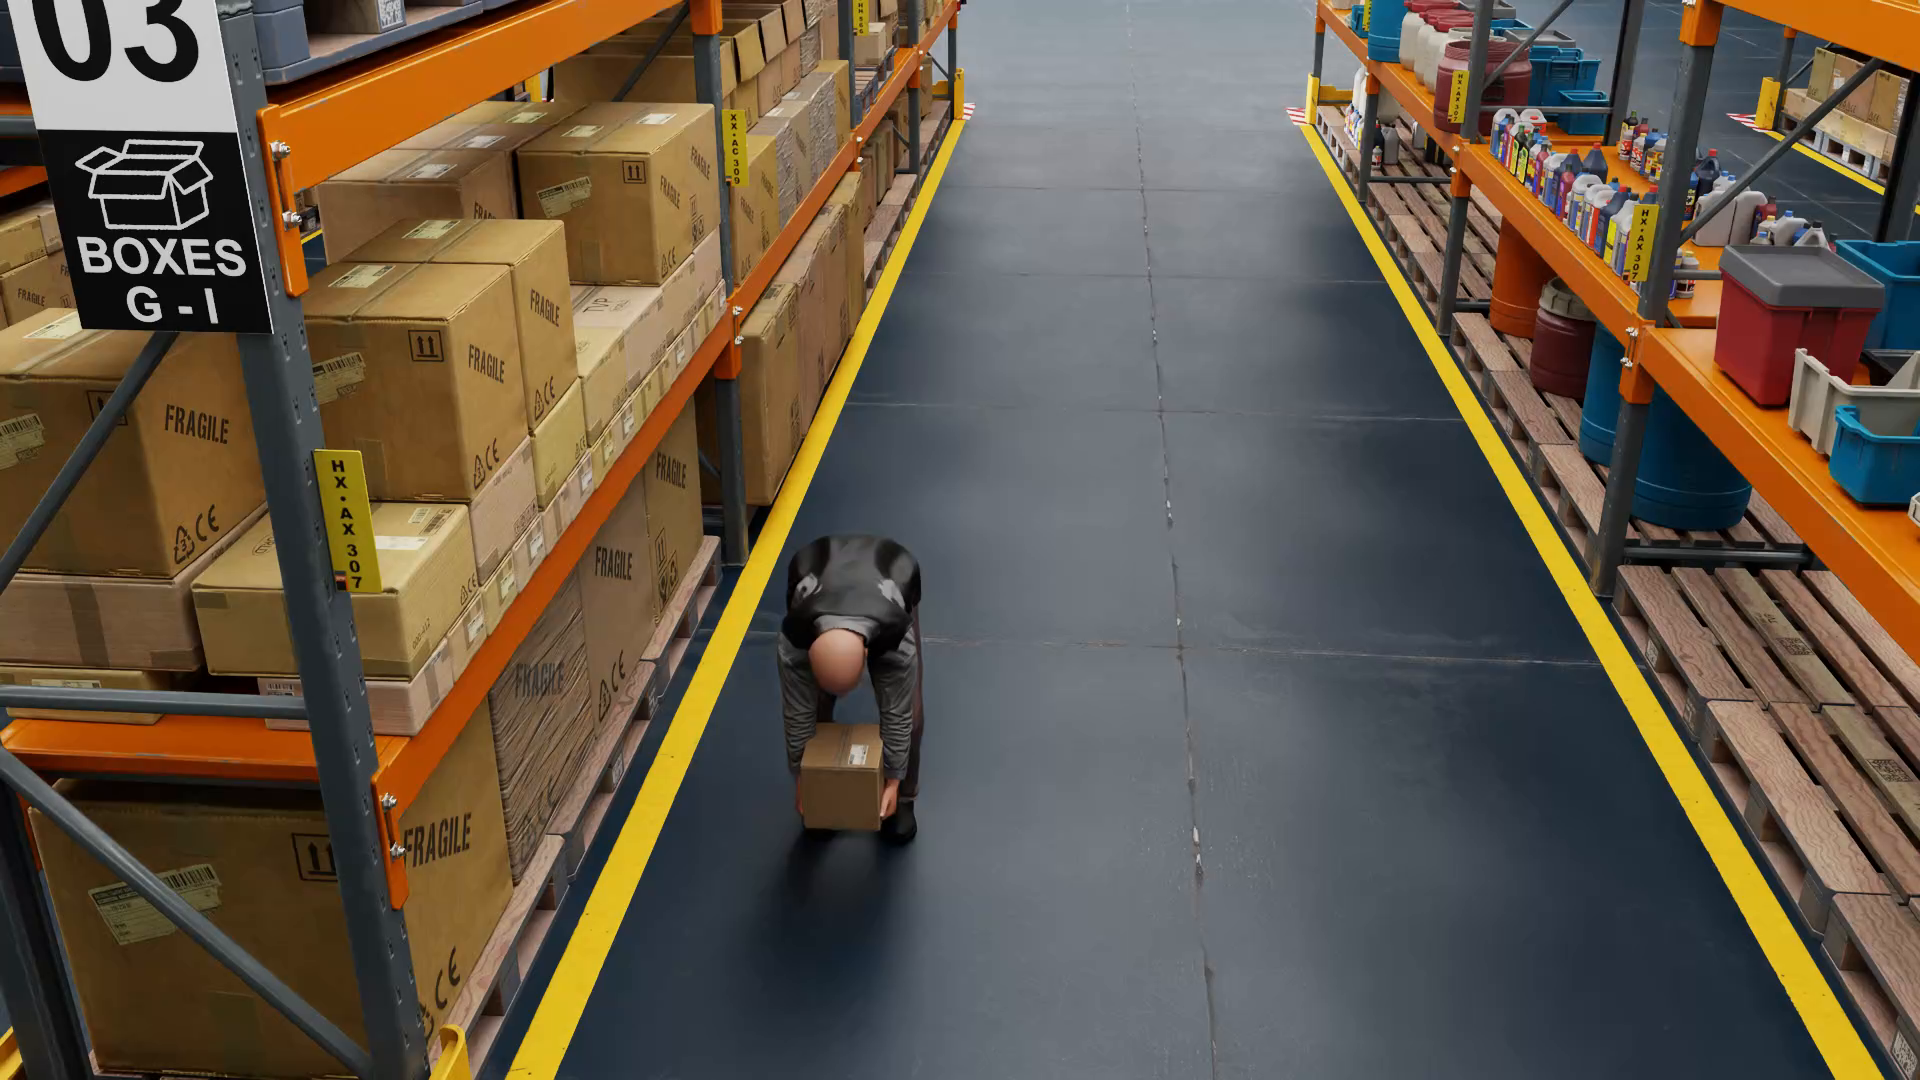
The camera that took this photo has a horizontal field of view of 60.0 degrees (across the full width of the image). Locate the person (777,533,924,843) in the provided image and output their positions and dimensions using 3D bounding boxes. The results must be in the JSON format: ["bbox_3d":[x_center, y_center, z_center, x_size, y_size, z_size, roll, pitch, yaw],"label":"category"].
[{"bbox_3d":[-0.362,0.587,5.565,0.468,1.123,0.959,1,24,2],"label":"person"}]
